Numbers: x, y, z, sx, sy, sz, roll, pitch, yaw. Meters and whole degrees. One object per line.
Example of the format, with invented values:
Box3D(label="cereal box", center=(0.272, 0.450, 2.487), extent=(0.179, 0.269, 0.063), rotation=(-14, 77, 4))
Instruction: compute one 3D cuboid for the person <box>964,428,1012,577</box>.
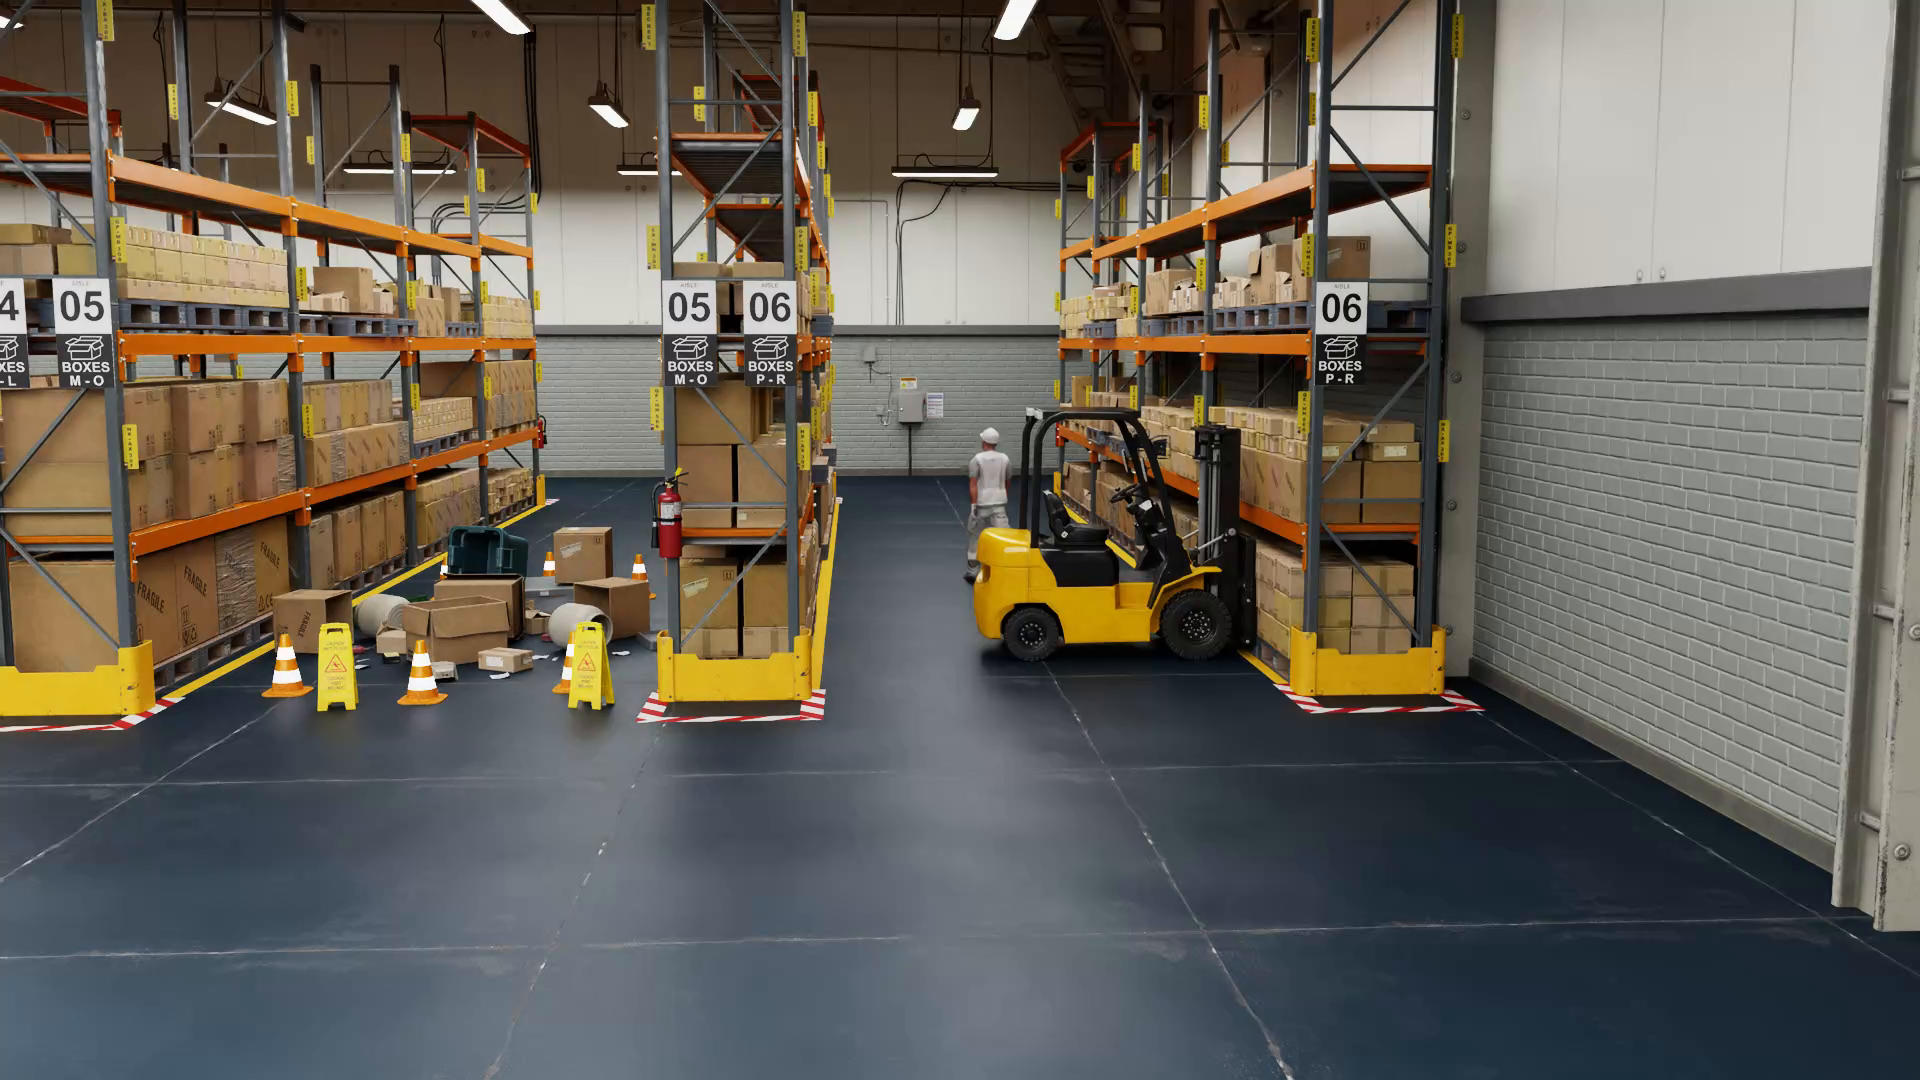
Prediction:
Box3D(label="person", center=(0.315, -0.399, 18.861), extent=(0.524, 1.755, 0.960), rotation=(-1, 7, -12))
